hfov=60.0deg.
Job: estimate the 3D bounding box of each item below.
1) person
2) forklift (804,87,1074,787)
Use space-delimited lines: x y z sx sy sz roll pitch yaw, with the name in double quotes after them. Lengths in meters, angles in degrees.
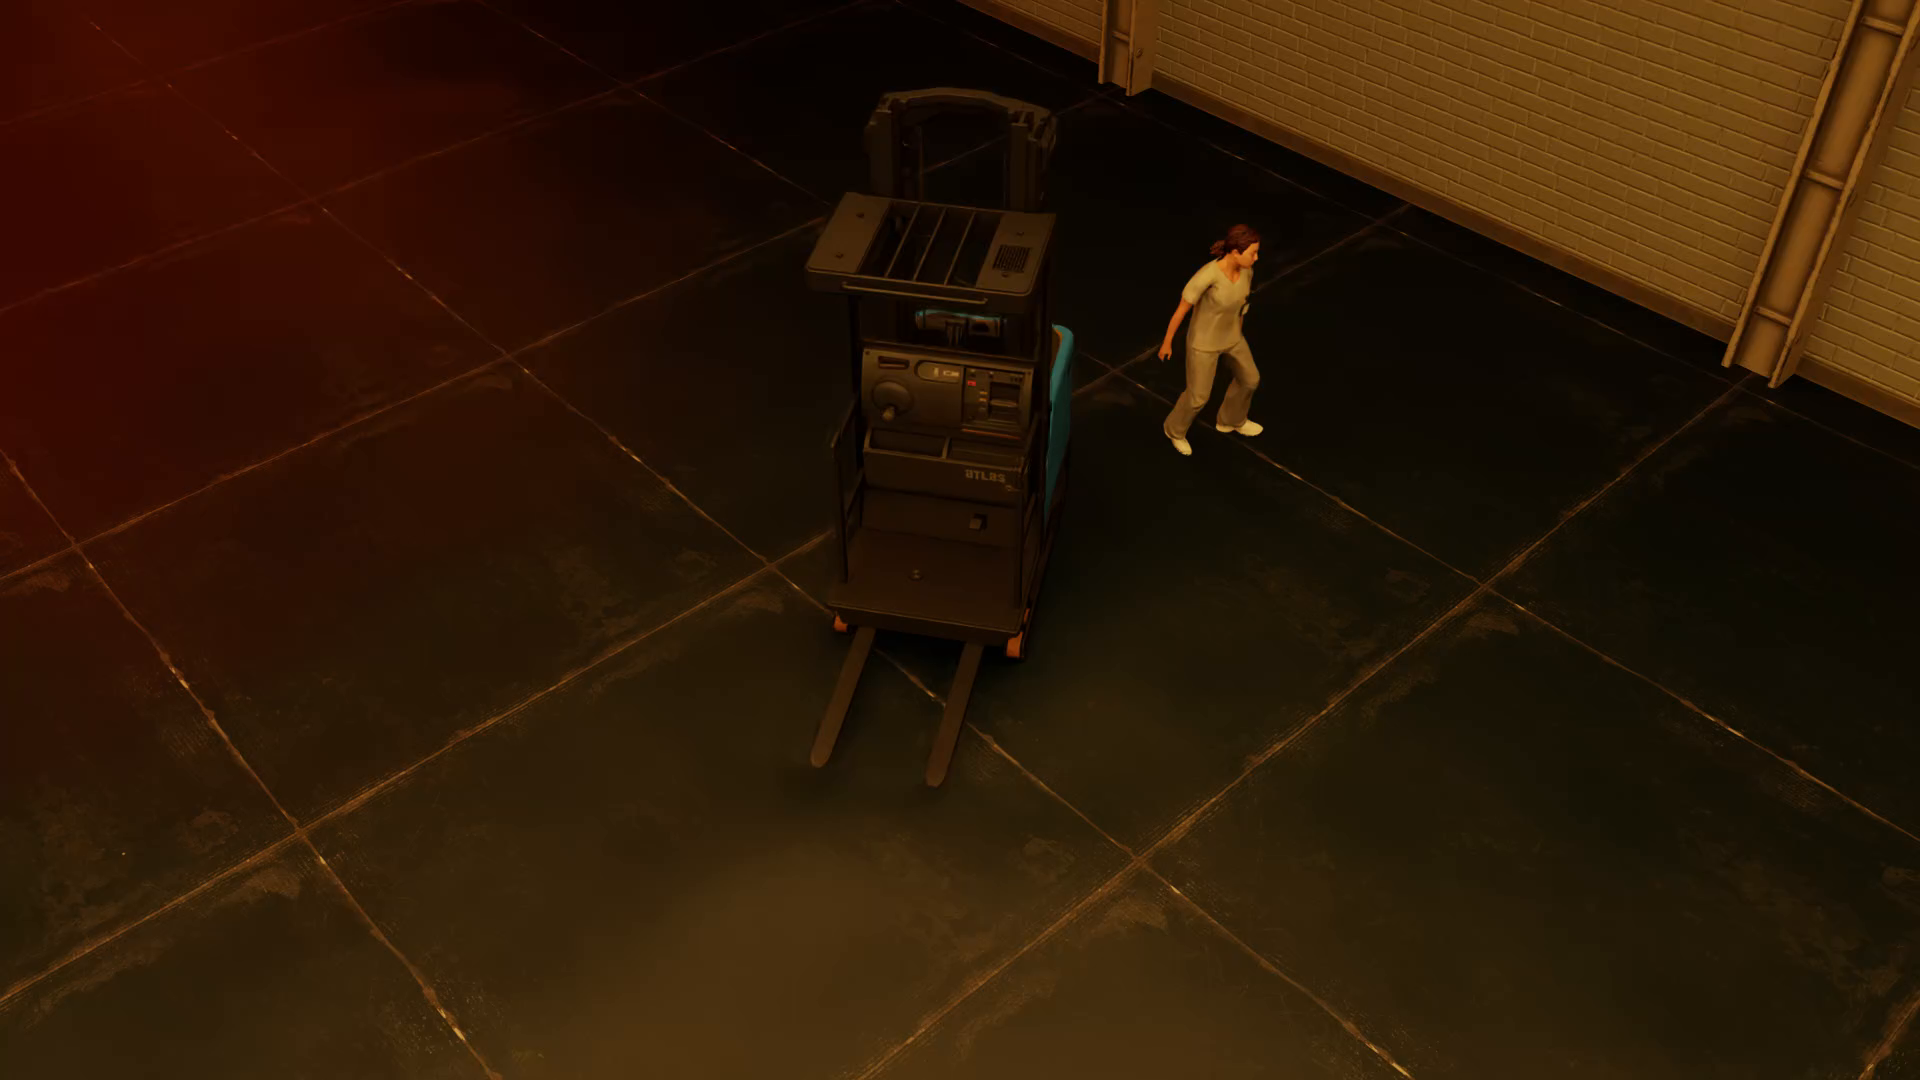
1.585 -1.258 10.401 0.782 1.625 0.414 -21 45 -23 "person"
-0.115 -0.711 8.733 1.130 2.935 3.031 8 41 9 "forklift"
